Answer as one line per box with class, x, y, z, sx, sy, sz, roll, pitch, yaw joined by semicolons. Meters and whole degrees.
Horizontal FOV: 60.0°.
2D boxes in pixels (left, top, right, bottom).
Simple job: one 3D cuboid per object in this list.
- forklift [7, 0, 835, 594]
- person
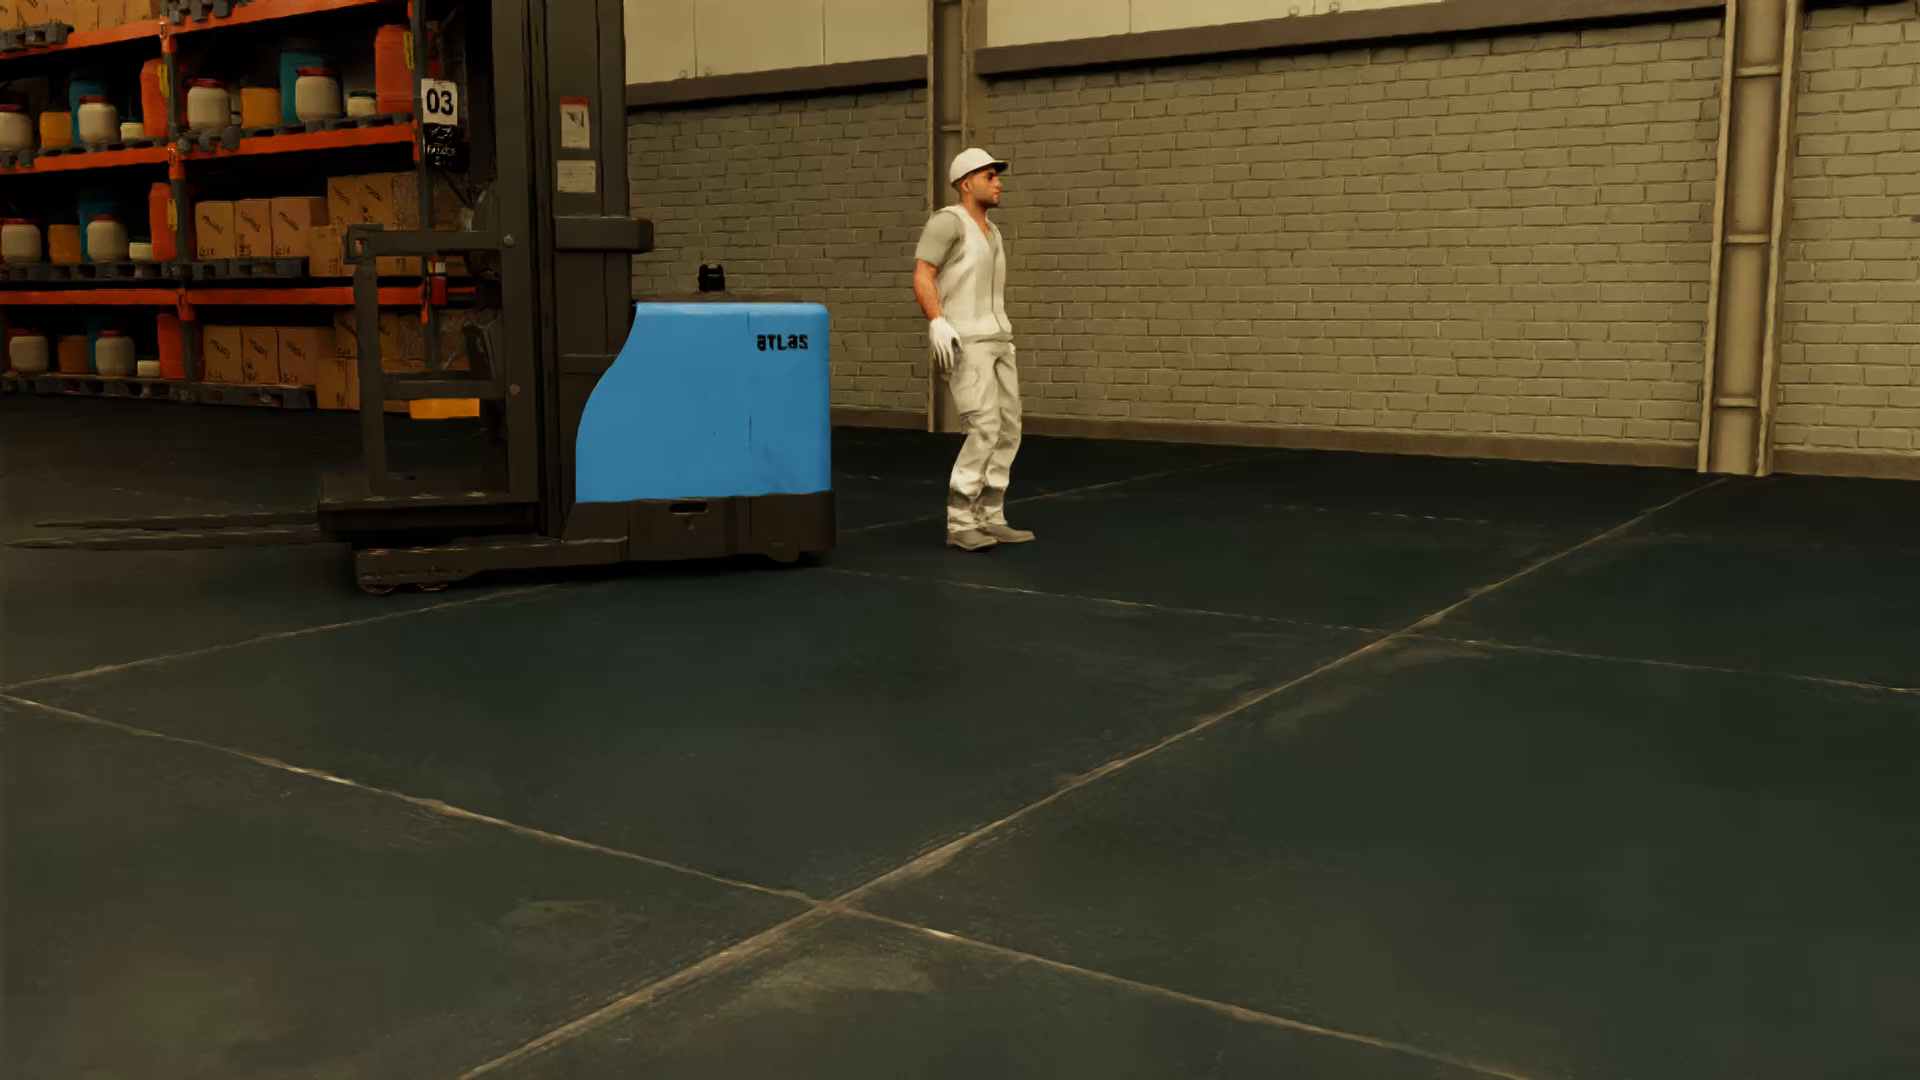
forklift;-2.088;-1.333;6.568;3.031;2.935;1.130;-3;9;-21
person;0.102;-0.853;7.427;0.486;1.776;0.718;5;9;30
